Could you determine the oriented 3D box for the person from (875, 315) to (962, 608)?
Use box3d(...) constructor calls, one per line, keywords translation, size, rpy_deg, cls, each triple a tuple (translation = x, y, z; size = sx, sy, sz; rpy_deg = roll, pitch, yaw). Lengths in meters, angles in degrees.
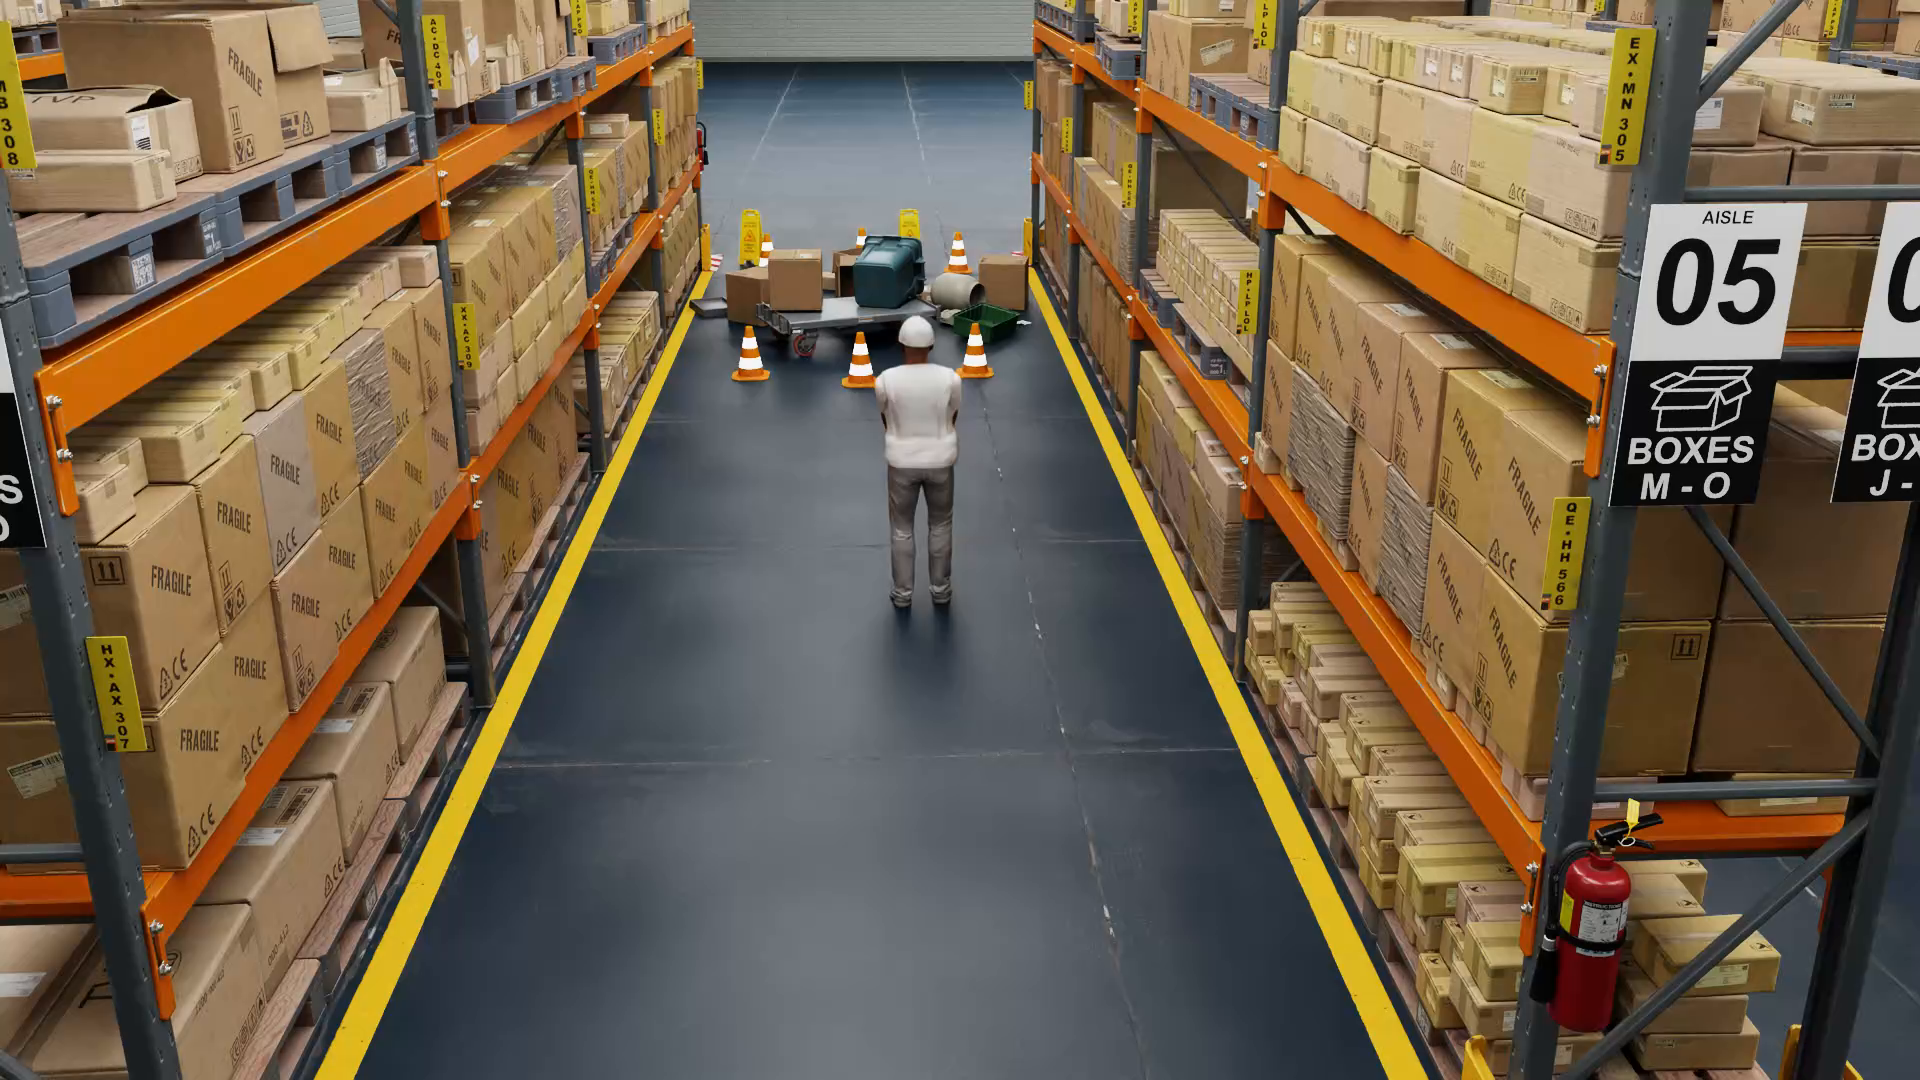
box3d(translation=(-0.246, -0.488, 9.866), size=(0.504, 1.762, 0.563), rpy_deg=(-1, 20, -3), cls="person")
